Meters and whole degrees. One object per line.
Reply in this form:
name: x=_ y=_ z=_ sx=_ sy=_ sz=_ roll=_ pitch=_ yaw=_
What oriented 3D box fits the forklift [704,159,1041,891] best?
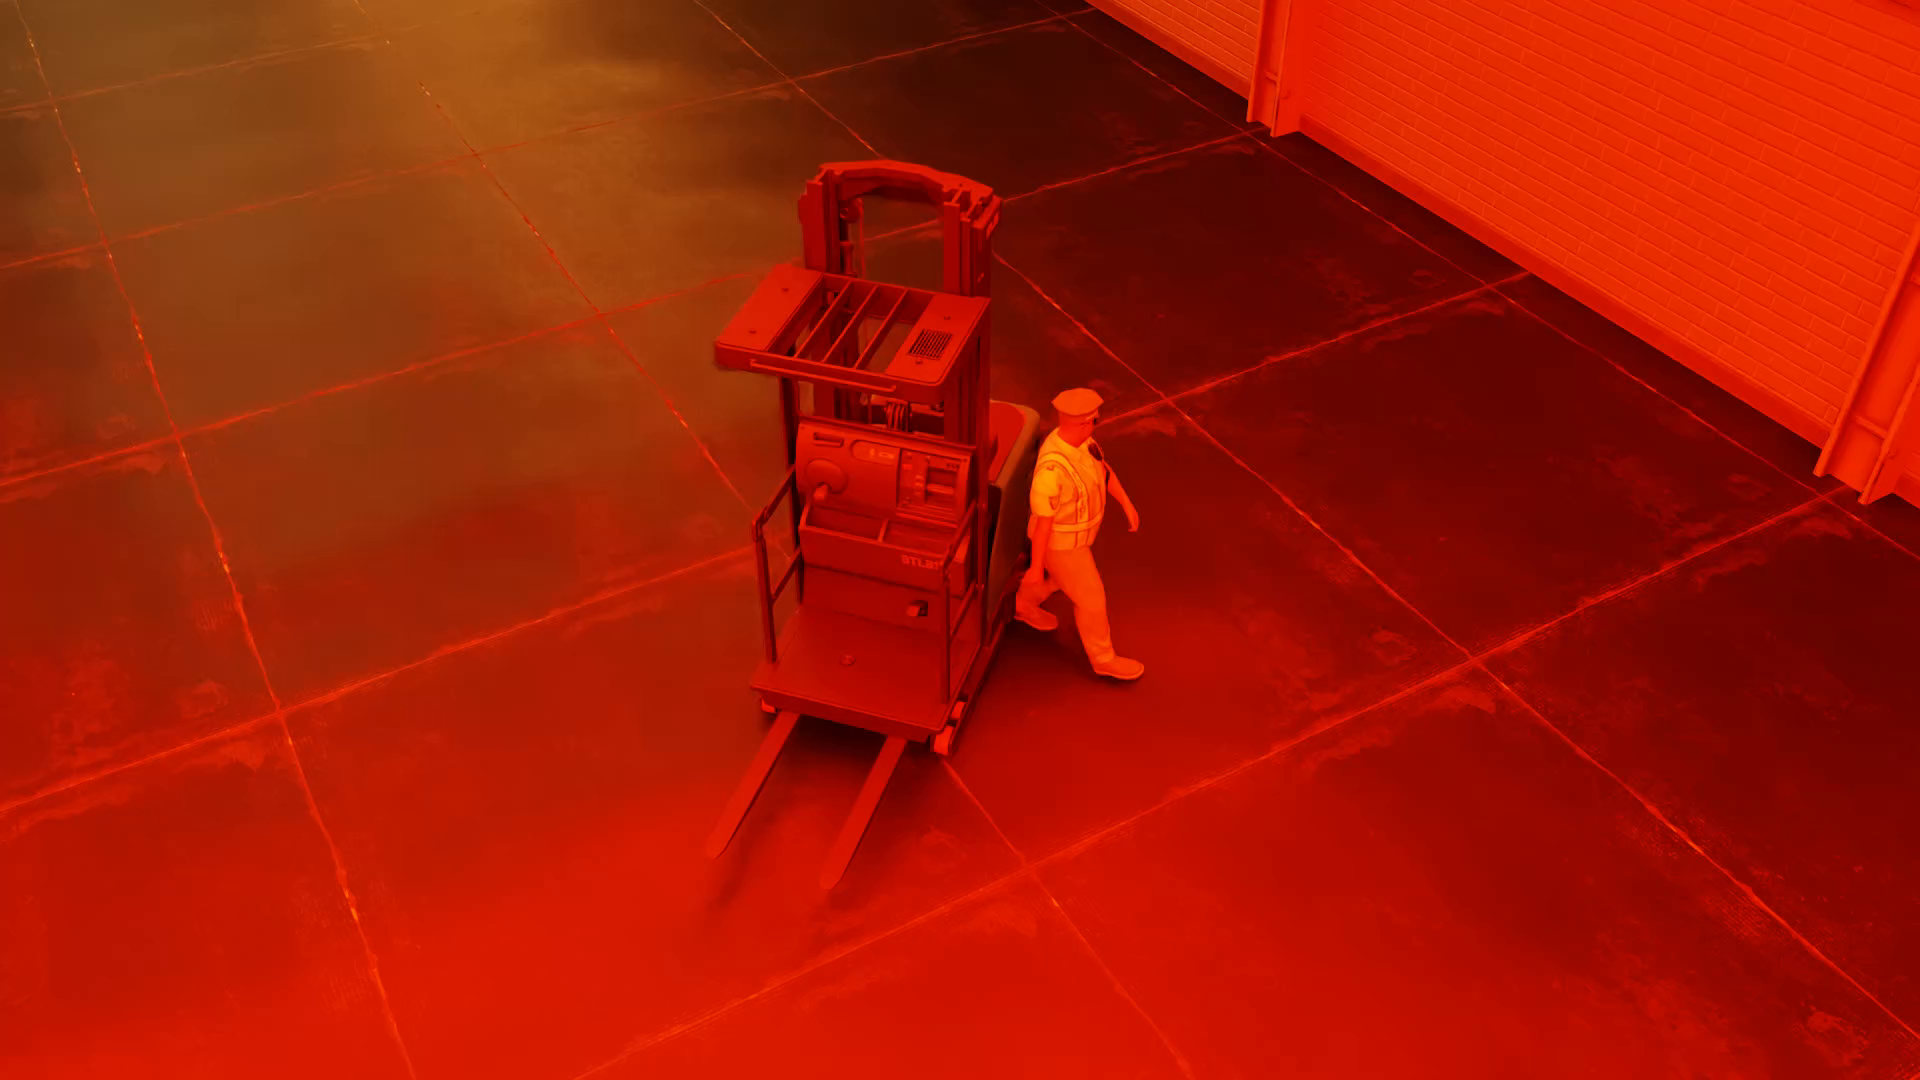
forklift: x=-0.464 y=-0.264 z=8.355 sx=1.130 sy=2.935 sz=3.031 roll=12 pitch=41 yaw=14

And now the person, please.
person: x=0.650 y=-0.016 z=9.037 sx=0.885 sy=1.693 sz=0.705 roll=10 pitch=41 yaw=12
